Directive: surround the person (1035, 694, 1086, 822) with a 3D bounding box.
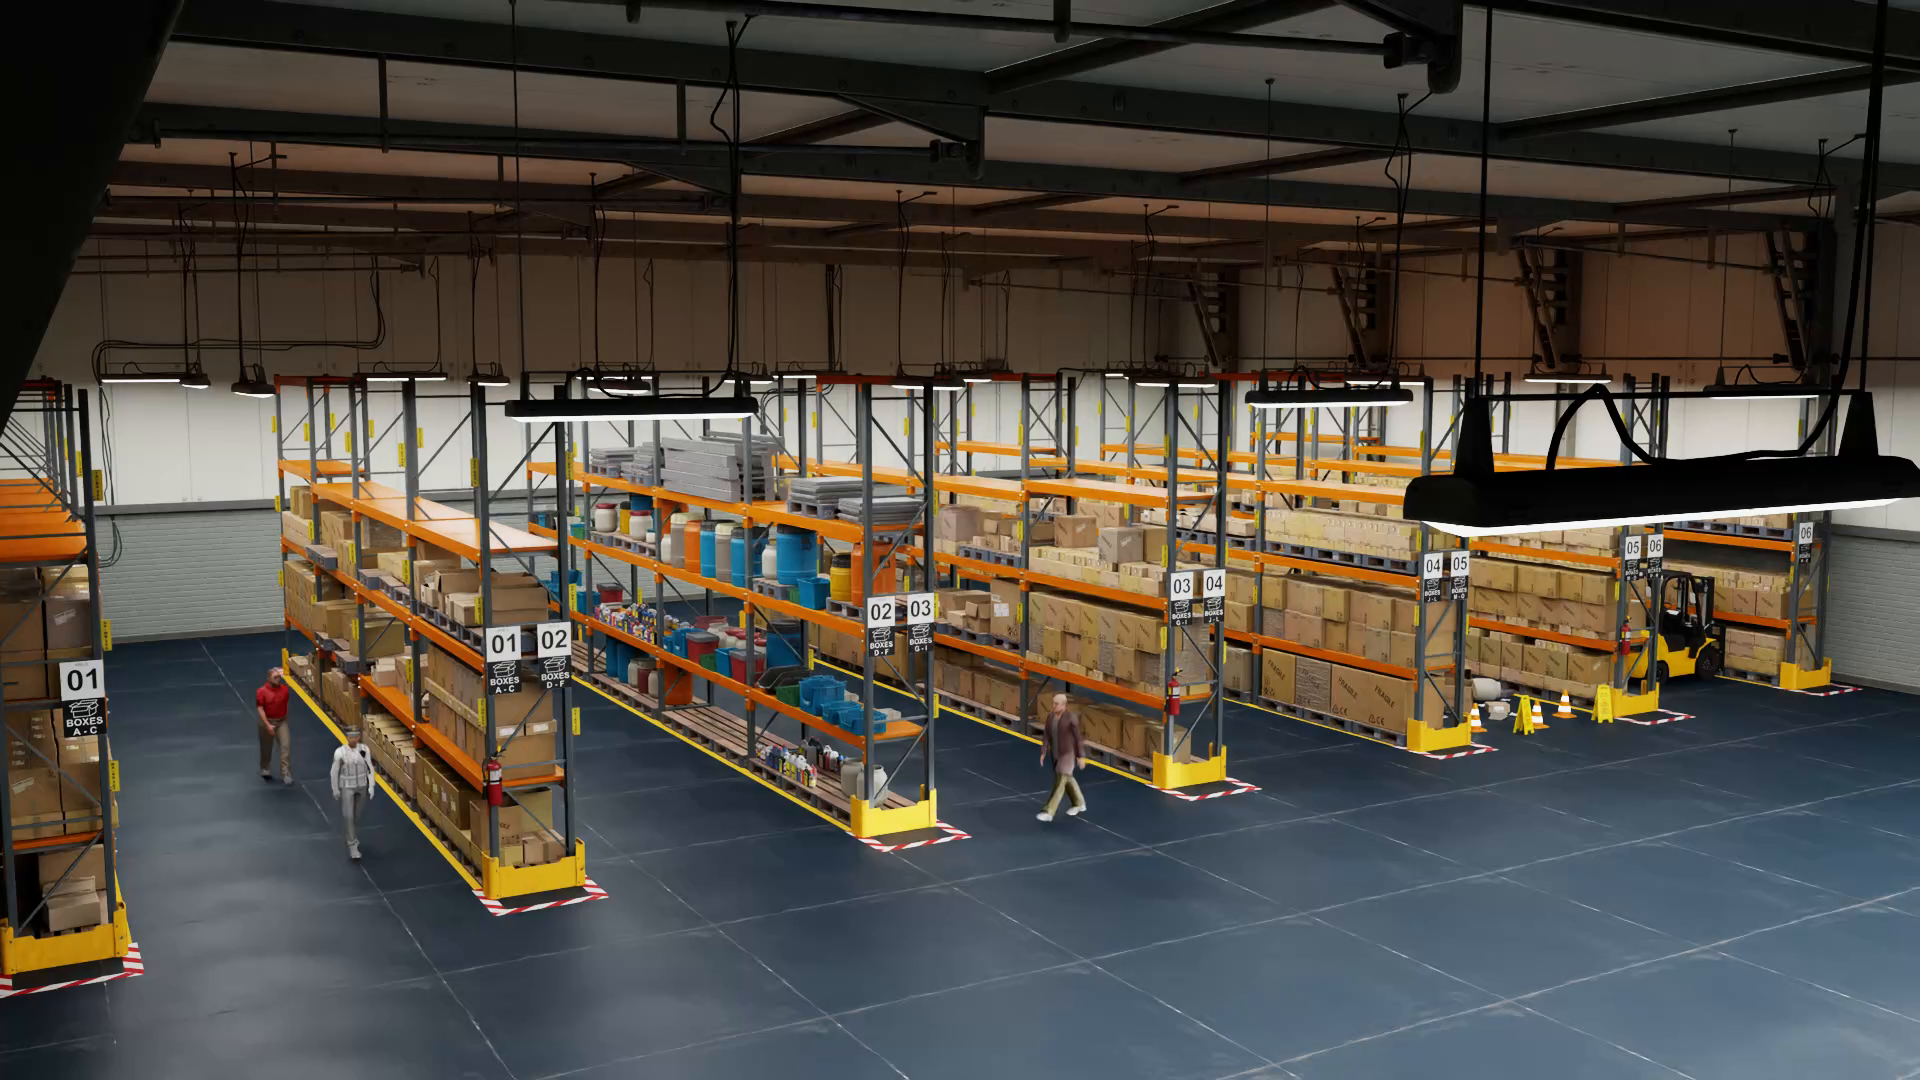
[{"bbox_3d":[1.333,2.961,22.735,1.100,1.727,0.609,-5,8,-37],"label":"person"}]

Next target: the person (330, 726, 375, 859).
[{"bbox_3d":[-7.742,3.176,21.264,0.458,1.625,0.934,-6,8,-42],"label":"person"}]

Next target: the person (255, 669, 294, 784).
[{"bbox_3d":[-10.257,2.762,24.921,0.528,1.673,0.978,-6,8,-42],"label":"person"}]
